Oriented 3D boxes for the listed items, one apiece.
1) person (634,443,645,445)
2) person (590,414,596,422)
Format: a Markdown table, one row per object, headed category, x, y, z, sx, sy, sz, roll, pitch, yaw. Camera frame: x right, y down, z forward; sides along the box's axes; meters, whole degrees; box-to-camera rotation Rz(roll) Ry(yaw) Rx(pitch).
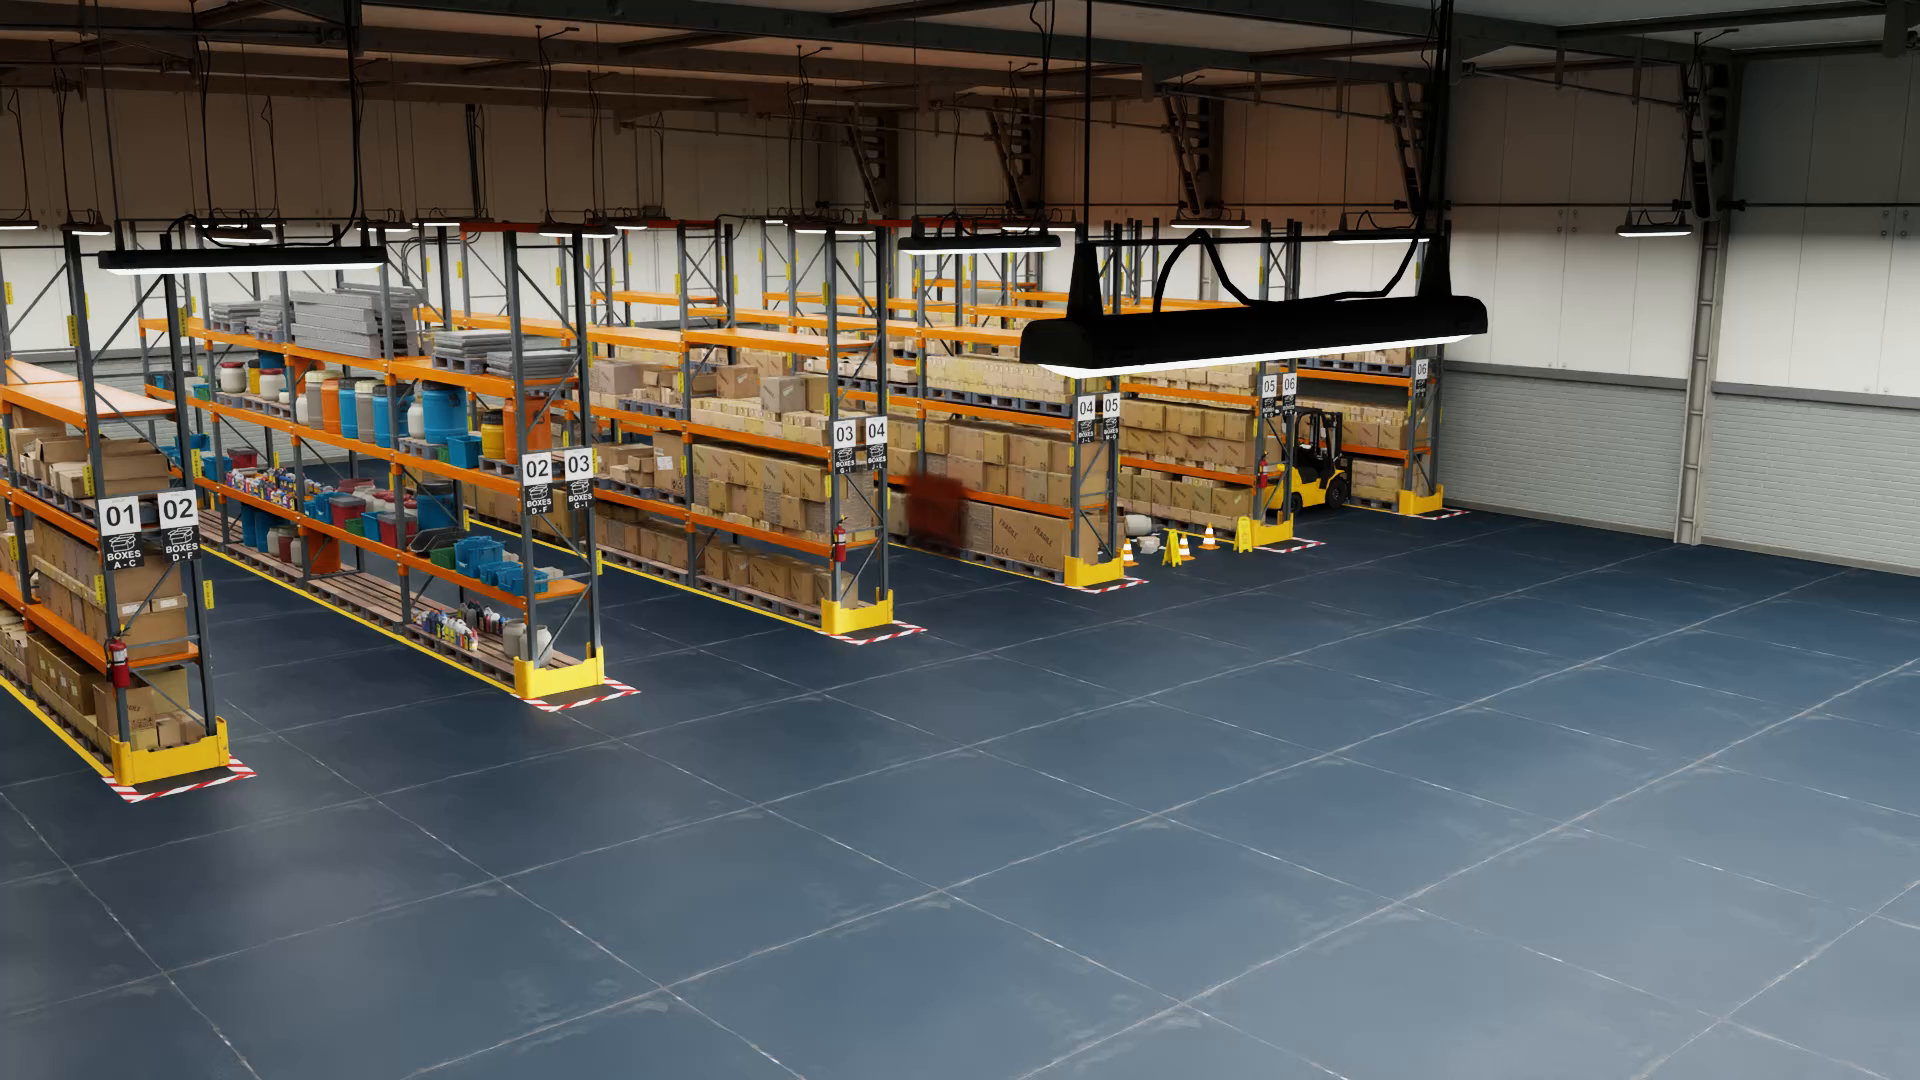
| category | x | y | z | sx | sy | sz | roll | pitch | yaw |
| --- | --- | --- | --- | --- | --- | --- | --- | --- | --- |
| person | -6.396 | -1.158 | 33.349 | 0.526 | 1.606 | 1.022 | -11 | 16 | -44 |
| person | -9.255 | -2.829 | 41.626 | 0.438 | 1.647 | 0.756 | 2 | 12 | 11 |
